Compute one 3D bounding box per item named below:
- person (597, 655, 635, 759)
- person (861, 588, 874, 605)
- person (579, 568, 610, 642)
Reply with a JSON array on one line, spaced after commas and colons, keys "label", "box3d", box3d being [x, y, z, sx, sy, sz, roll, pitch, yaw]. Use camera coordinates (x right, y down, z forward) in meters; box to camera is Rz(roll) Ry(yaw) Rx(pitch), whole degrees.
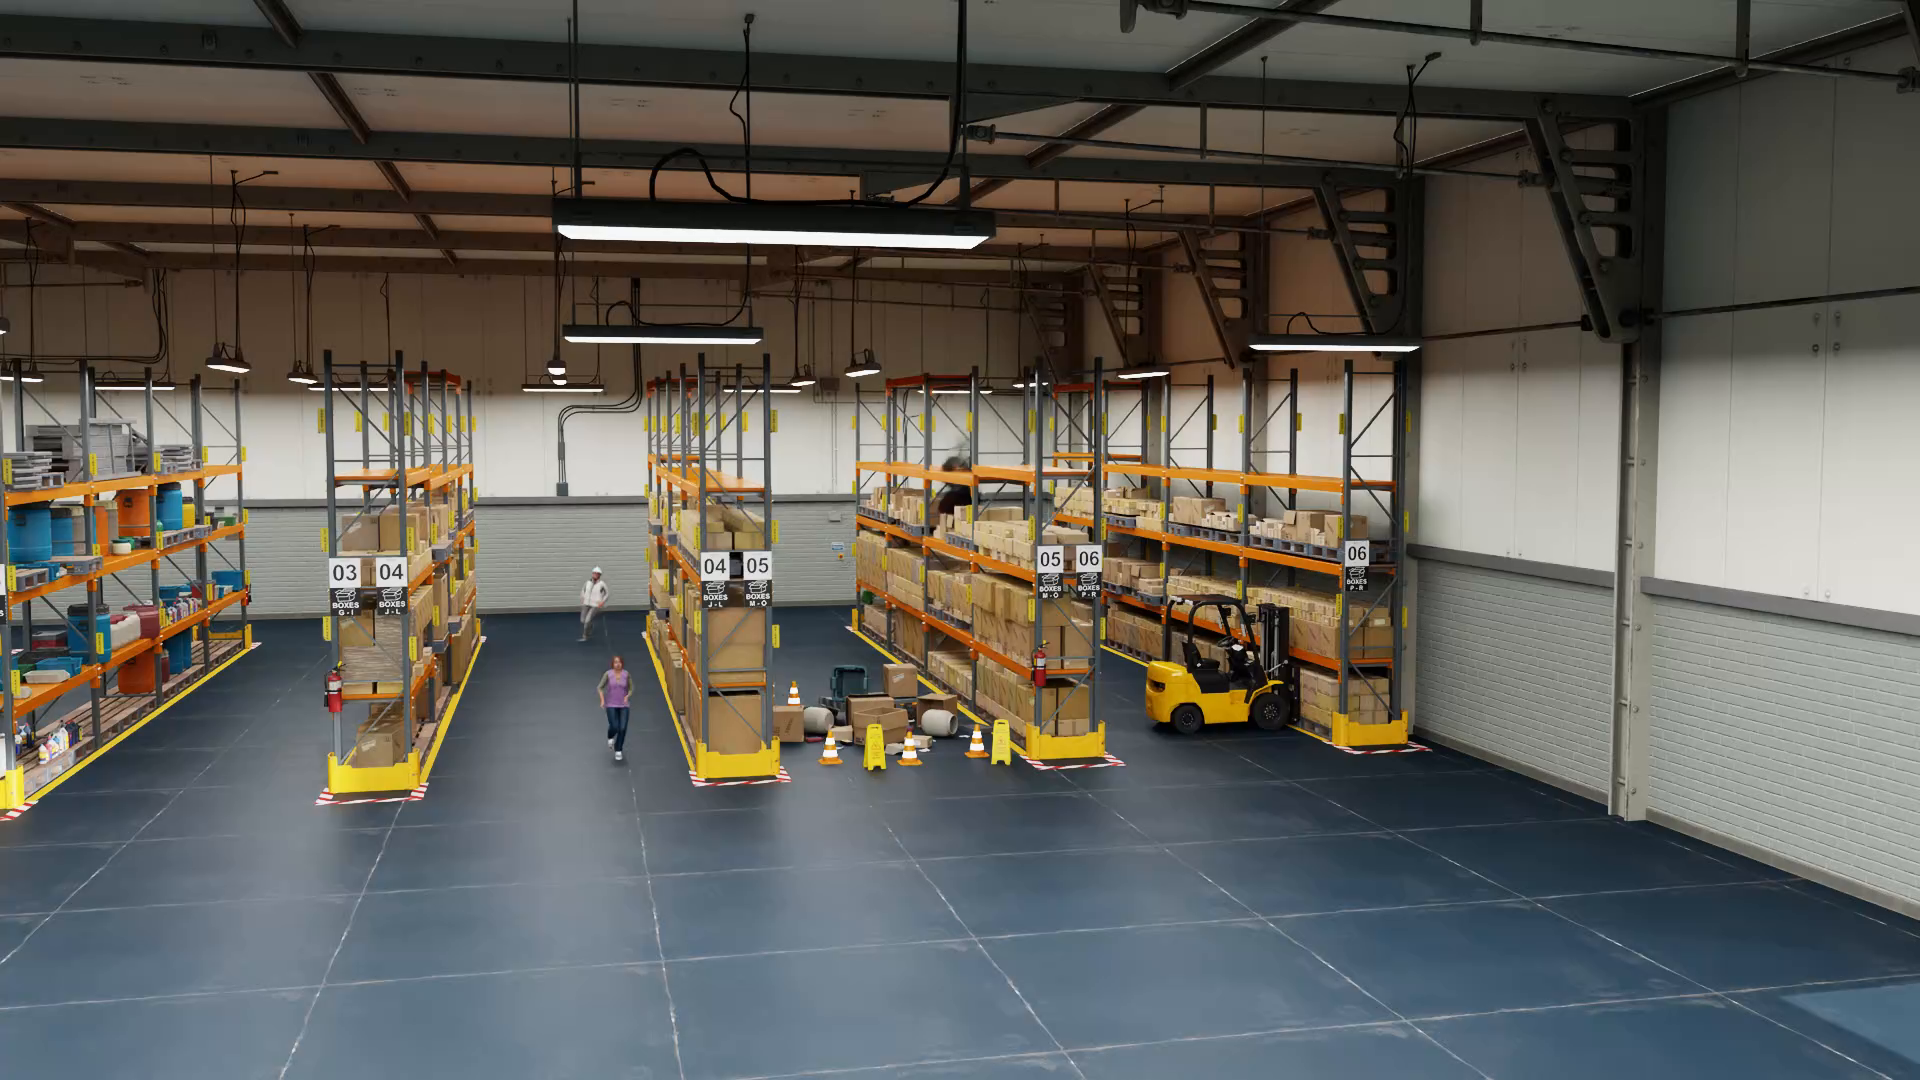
[{"label": "person", "box3d": [-5.125, 2.509, 24.871, 0.541, 1.549, 0.544, -1, 4, -19]}, {"label": "person", "box3d": [-2.326, 1.226, 41.837, 0.541, 1.730, 0.707, 1, 4, 17]}, {"label": "person", "box3d": [-8.420, 1.494, 38.306, 0.711, 1.712, 0.665, 1, 4, 14]}]
